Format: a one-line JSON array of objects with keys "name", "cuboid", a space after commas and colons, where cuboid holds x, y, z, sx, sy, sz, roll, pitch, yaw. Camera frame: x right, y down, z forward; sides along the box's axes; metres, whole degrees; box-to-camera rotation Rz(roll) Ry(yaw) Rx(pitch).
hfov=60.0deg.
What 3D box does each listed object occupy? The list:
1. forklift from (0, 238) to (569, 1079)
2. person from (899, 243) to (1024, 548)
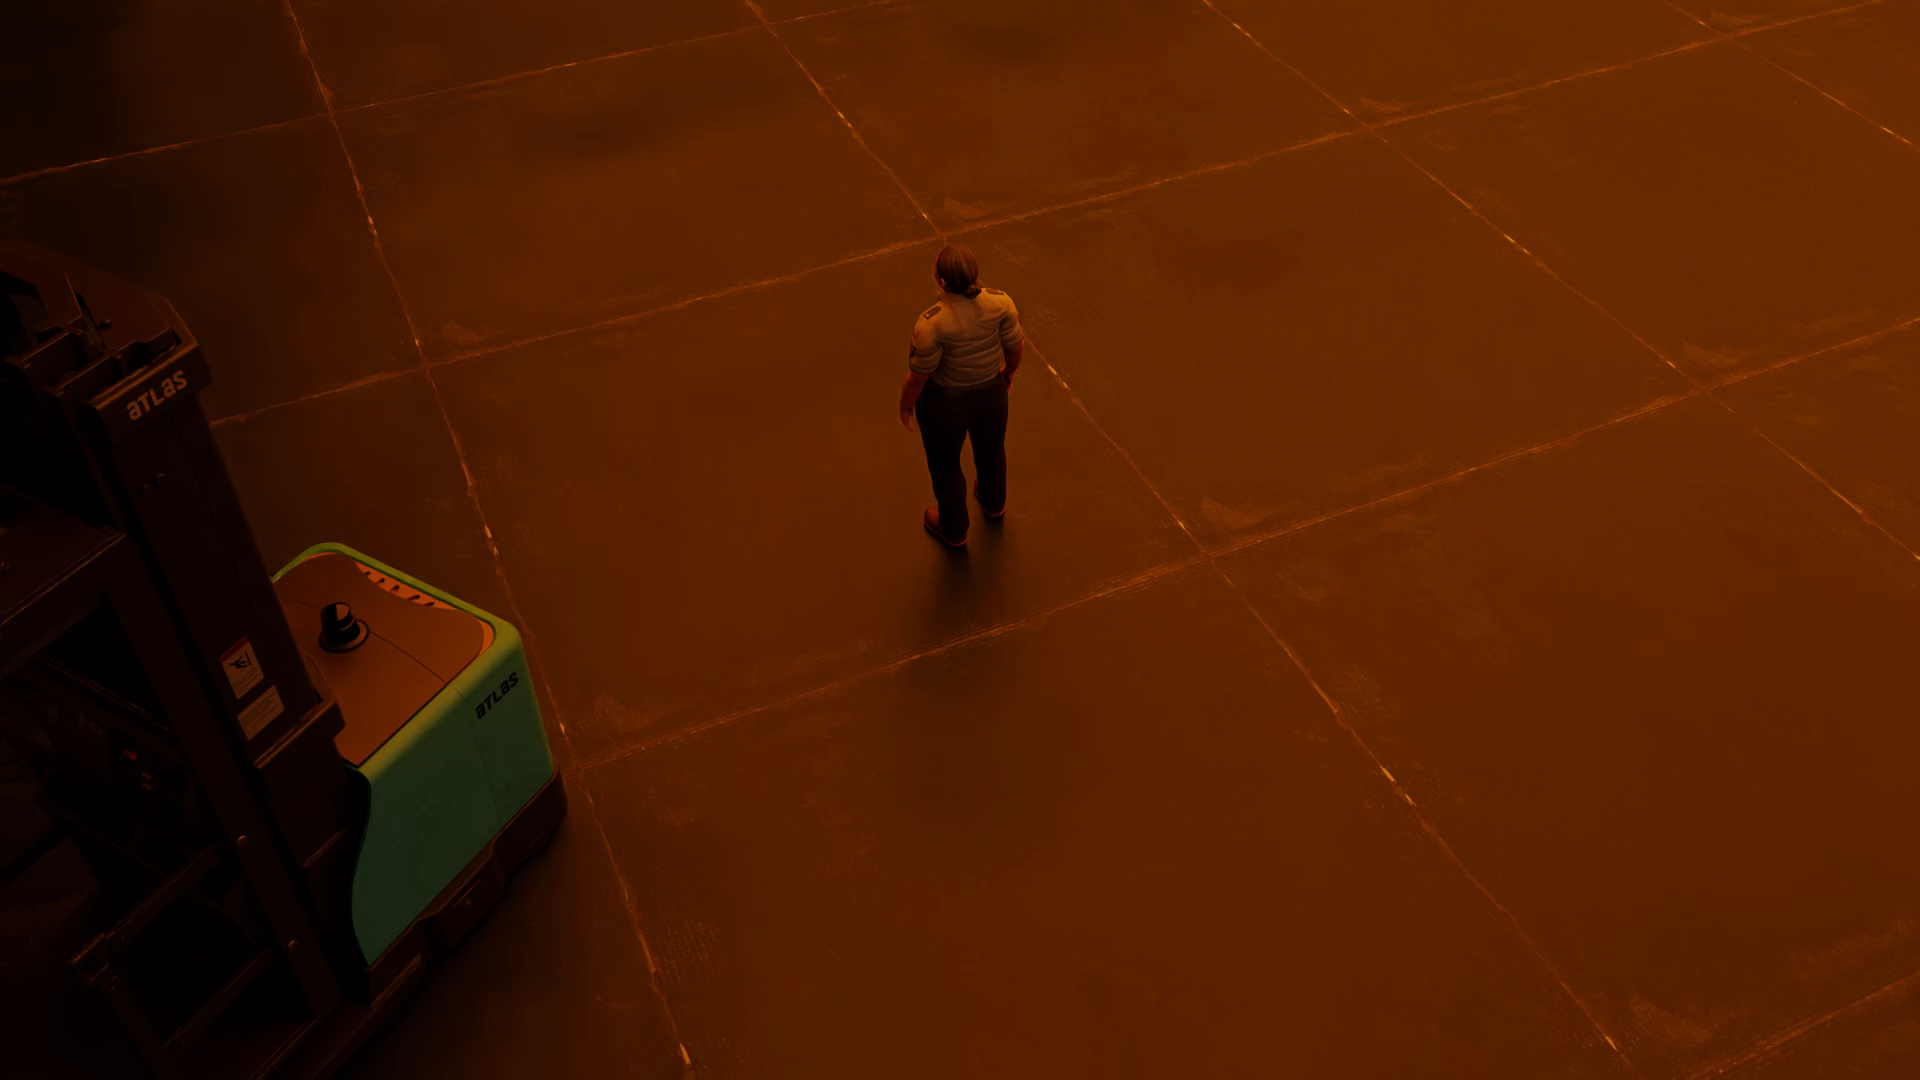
[{"name": "forklift", "cuboid": [-2.726, 0.732, 4.896, 1.130, 2.935, 3.031, 22, 47, 22]}, {"name": "person", "cuboid": [-0.017, -0.670, 7.328, 0.598, 1.651, 0.502, -18, 46, -18]}]
